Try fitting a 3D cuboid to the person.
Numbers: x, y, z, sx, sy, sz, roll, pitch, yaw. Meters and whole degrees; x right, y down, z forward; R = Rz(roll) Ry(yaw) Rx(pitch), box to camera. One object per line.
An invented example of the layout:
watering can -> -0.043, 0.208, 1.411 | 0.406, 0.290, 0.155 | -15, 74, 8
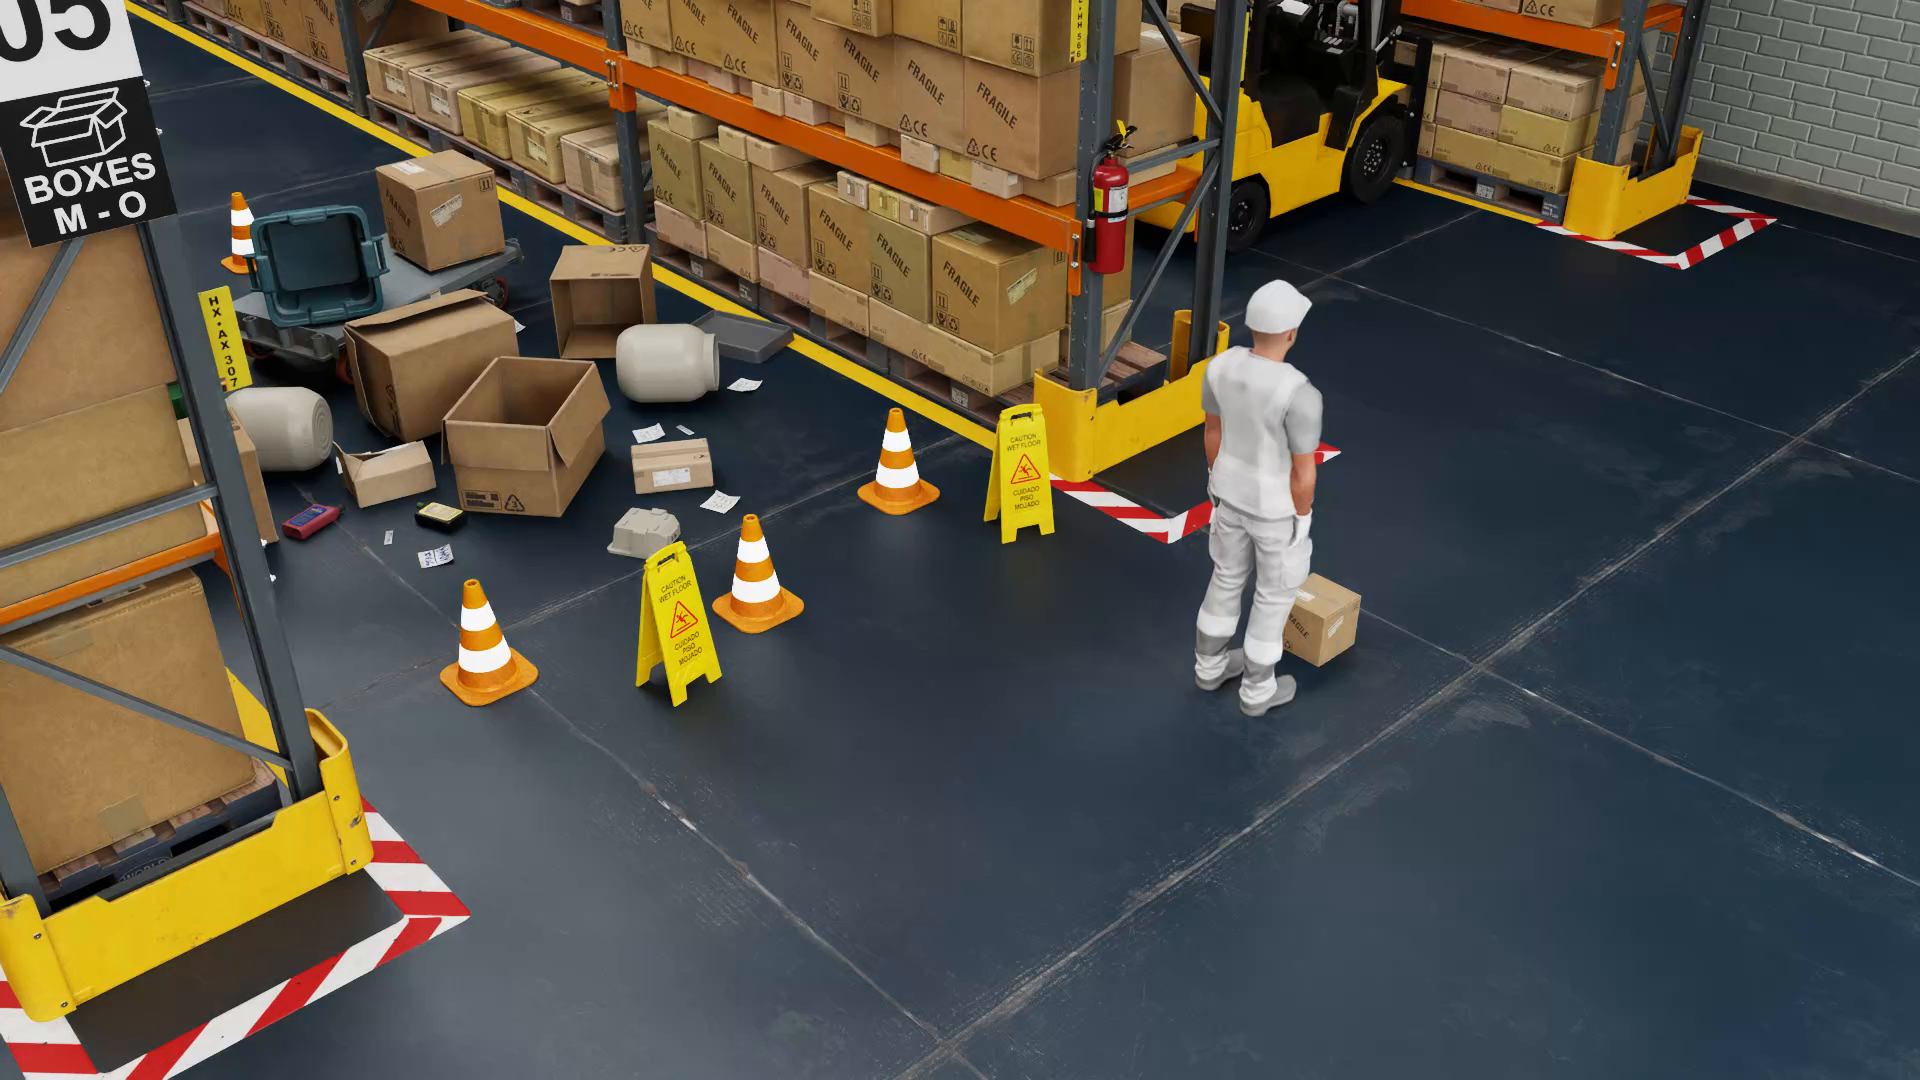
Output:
person -> 1.144, -0.155, 6.367 | 0.342, 1.785, 0.524 | -25, 39, -34
